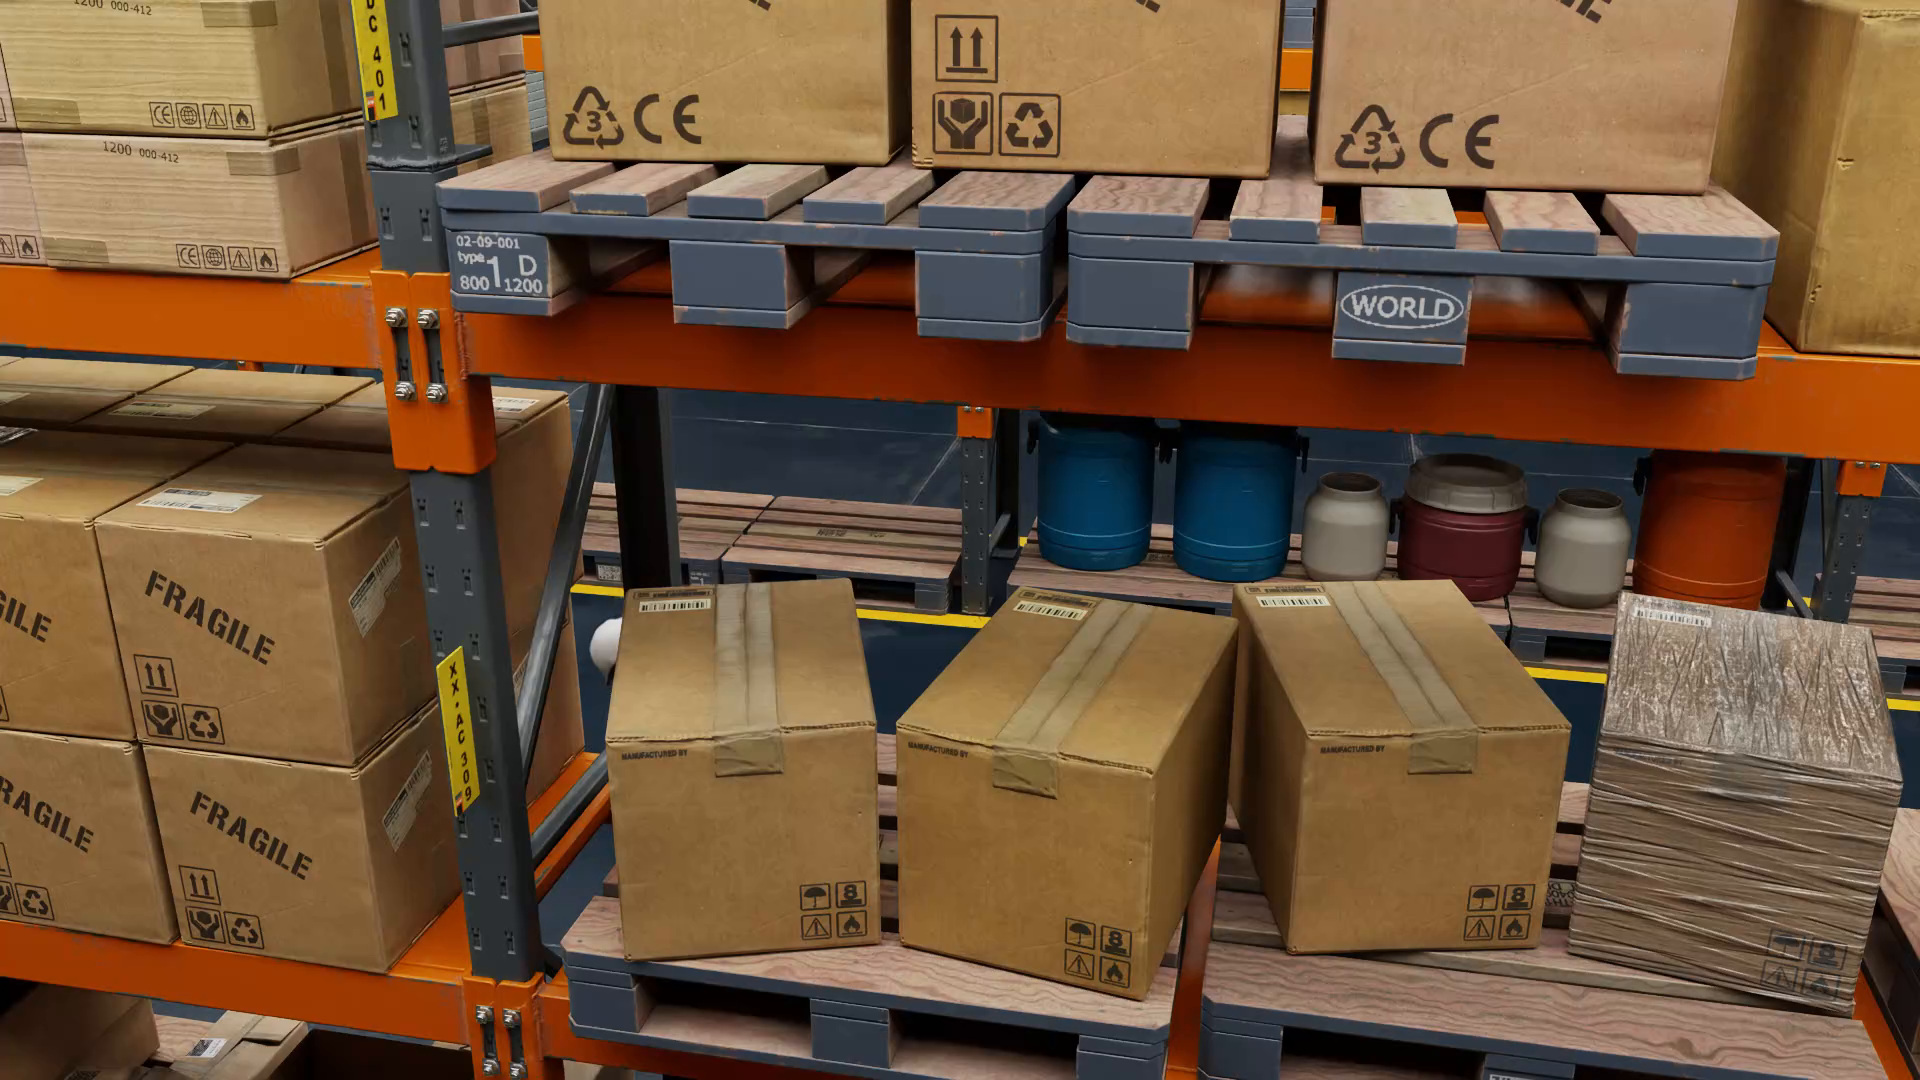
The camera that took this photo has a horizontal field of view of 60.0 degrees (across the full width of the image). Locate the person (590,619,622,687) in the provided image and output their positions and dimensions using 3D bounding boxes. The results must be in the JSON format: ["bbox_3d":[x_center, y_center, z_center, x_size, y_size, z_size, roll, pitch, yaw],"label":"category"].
[{"bbox_3d":[-0.980,0.722,6.592,0.951,0.834,0.530,4,22,10],"label":"person"}]
